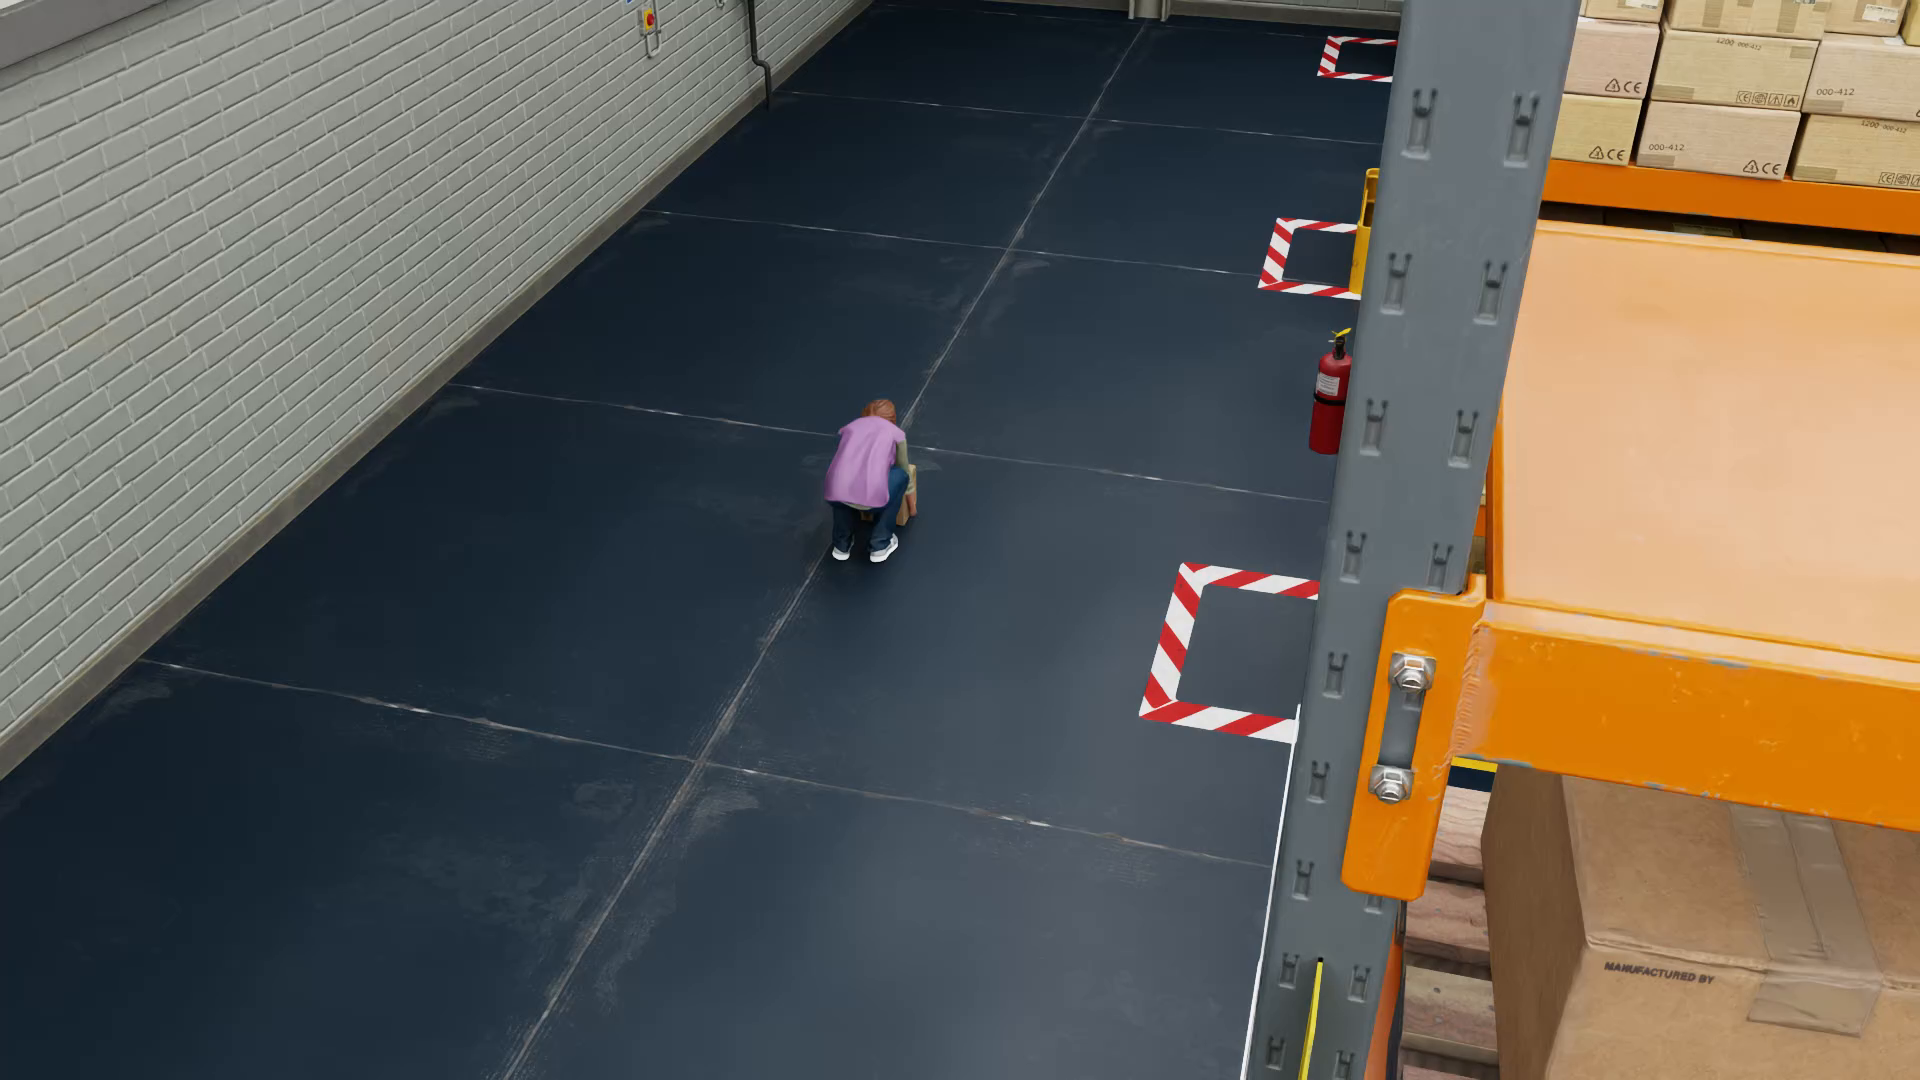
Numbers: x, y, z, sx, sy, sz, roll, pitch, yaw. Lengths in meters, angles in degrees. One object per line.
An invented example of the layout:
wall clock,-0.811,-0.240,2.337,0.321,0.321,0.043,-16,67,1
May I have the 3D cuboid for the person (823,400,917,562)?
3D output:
person,-0.486,-0.289,8.929,0.417,0.707,0.867,7,34,11
